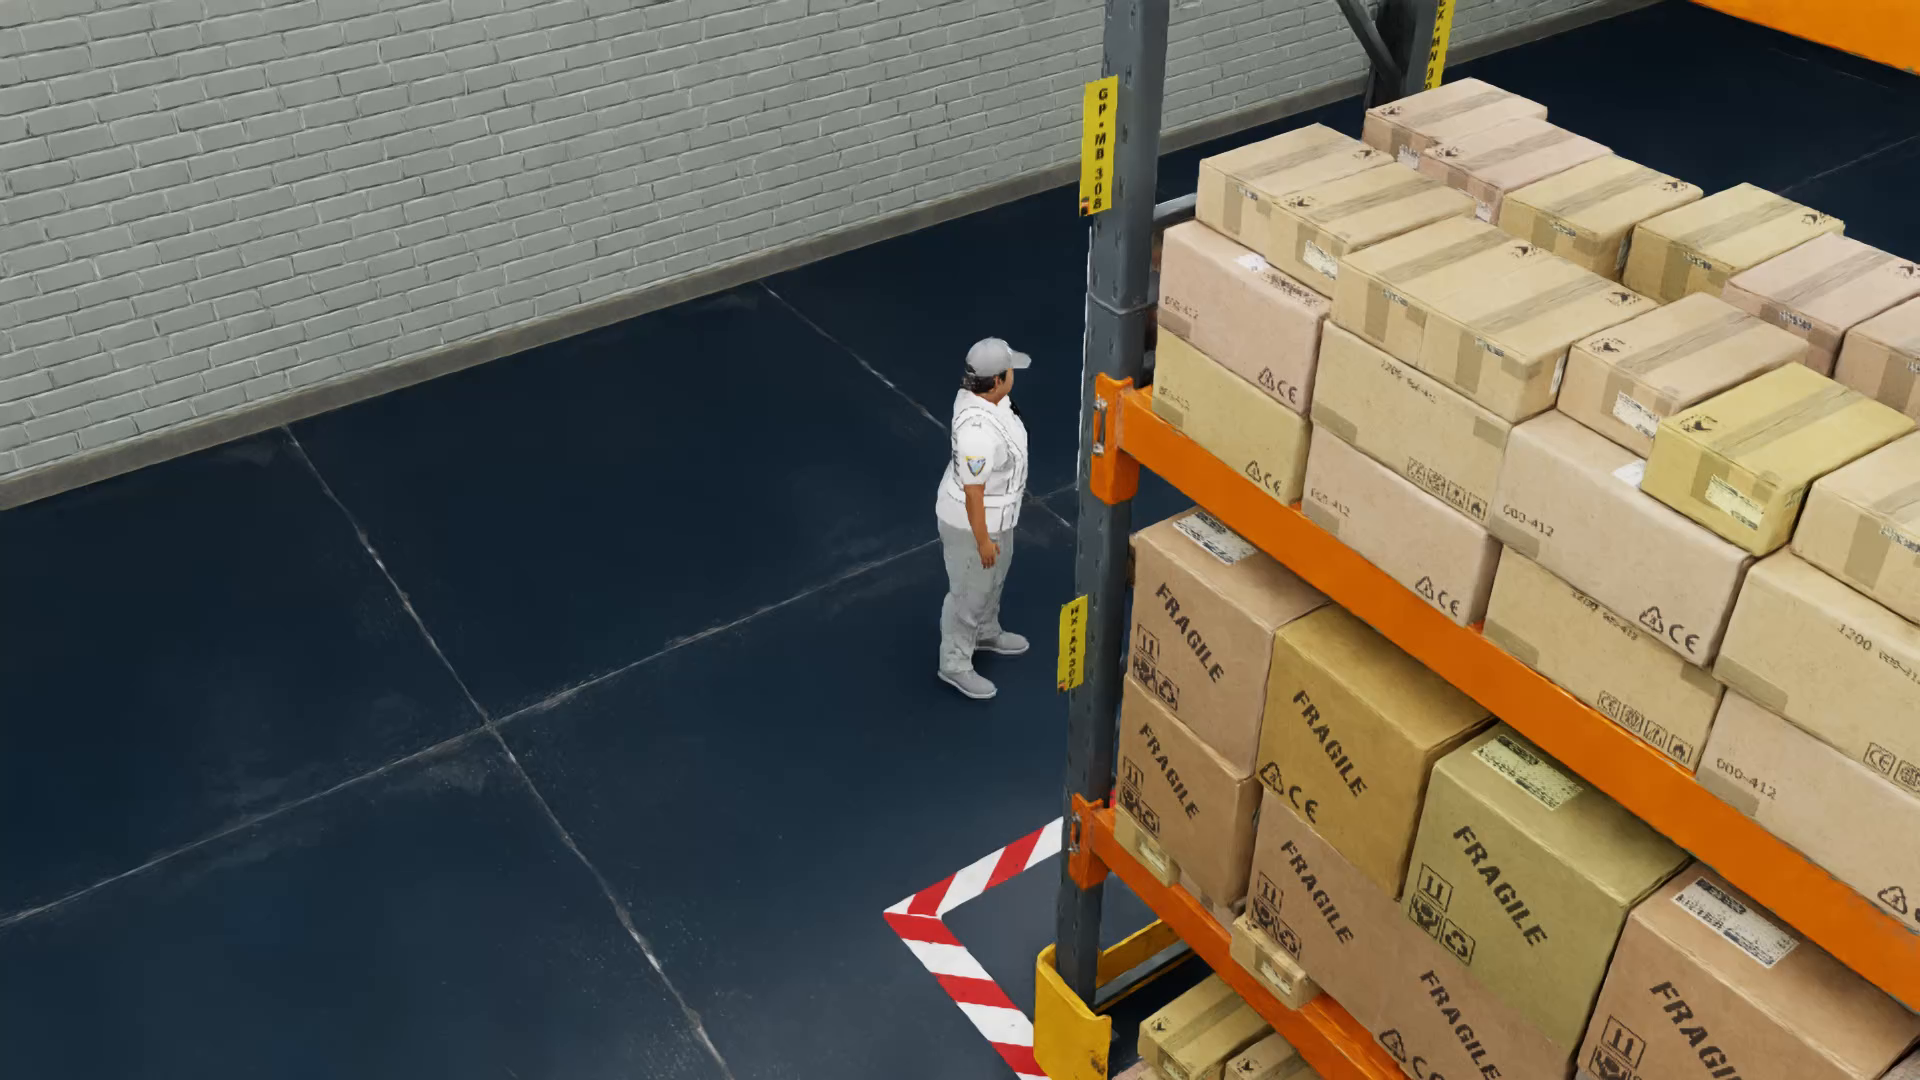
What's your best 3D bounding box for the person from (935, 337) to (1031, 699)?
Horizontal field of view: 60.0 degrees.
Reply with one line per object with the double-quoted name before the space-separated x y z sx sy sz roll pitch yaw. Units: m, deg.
"person" 0.099 -0.103 7.120 0.409 1.670 0.526 4 37 6
